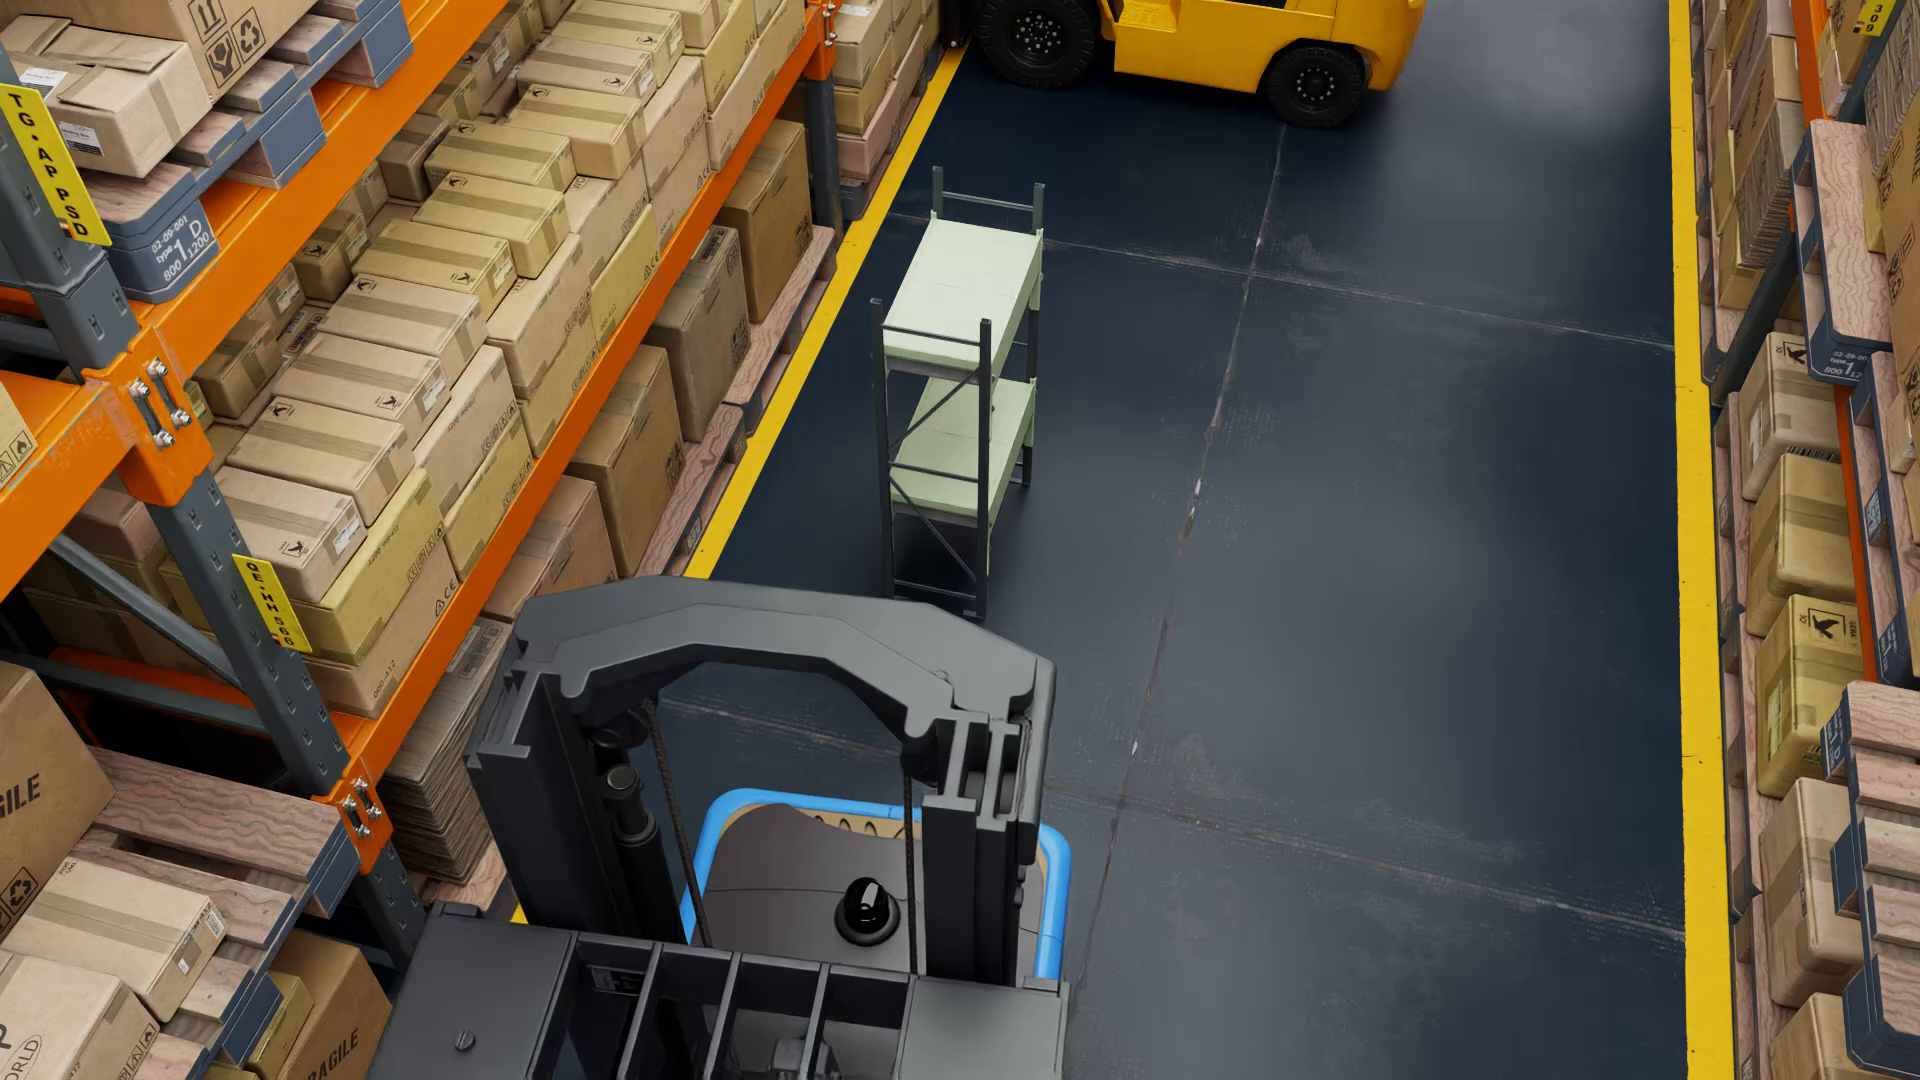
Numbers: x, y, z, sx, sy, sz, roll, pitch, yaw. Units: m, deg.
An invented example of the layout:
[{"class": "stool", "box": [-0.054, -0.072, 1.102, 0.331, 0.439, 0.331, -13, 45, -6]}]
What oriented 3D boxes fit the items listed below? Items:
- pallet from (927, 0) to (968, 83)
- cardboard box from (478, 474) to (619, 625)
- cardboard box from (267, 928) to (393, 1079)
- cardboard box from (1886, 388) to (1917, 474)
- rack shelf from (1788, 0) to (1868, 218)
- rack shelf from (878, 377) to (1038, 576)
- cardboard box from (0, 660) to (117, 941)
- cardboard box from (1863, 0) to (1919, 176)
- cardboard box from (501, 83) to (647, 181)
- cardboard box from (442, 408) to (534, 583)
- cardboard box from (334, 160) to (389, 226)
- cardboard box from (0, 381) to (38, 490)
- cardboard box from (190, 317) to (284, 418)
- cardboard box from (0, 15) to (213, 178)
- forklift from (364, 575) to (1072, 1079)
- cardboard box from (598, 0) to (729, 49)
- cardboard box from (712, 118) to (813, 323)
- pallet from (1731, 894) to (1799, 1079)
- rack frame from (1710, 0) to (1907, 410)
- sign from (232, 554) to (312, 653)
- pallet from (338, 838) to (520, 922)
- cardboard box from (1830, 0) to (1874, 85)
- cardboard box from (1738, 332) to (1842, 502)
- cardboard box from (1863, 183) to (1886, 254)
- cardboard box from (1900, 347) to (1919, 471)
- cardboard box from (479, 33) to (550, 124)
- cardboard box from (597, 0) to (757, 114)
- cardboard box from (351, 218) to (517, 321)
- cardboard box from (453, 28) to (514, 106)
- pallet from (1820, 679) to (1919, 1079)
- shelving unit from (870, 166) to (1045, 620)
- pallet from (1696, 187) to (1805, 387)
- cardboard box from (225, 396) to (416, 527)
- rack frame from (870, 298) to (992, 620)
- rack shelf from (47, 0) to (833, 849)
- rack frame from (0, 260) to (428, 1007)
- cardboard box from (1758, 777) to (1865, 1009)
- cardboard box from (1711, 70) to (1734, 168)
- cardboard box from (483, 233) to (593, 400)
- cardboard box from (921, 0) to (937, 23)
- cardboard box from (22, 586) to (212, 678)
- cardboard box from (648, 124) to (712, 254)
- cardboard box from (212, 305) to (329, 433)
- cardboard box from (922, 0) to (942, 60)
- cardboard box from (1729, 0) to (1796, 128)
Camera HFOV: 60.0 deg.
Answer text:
[{"class": "pallet", "box": [-0.484, -3.018, 9.191, 1.003, 0.211, 1.213, 12, 50, 10]}, {"class": "cardboard box", "box": [-1.764, 0.129, 5.858, 0.875, 0.625, 0.625, 13, 50, 11]}, {"class": "cardboard box", "box": [-2.009, 1.442, 4.783, 0.500, 0.500, 0.500, 13, 50, 11]}, {"class": "cardboard box", "box": [2.917, -0.292, 4.814, 0.380, 0.149, 0.250, 13, 50, 11]}, {"class": "rack shelf", "box": [4.263, -2.720, 7.548, 1.077, 0.370, 4.000, 12, 50, 10]}, {"class": "rack shelf", "box": [0.002, -0.285, 6.355, 0.431, 0.370, 0.720, 12, 50, 10]}, {"class": "cardboard box", "box": [-2.392, 0.575, 3.814, 0.500, 0.500, 0.500, 14, 50, 12]}, {"class": "cardboard box", "box": [3.337, -1.499, 5.446, 0.500, 0.500, 0.500, 13, 50, 11]}, {"class": "cardboard box", "box": [-1.231, -1.308, 5.323, 0.380, 0.149, 0.250, 10, 49, 9]}, {"class": "cardboard box", "box": [-1.616, -0.181, 4.928, 0.500, 0.250, 0.500, 11, 49, 9]}, {"class": "cardboard box", "box": [-2.001, -1.066, 5.110, 0.380, 0.149, 0.250, 11, 49, 9]}, {"class": "cardboard box", "box": [-2.006, -0.119, 2.872, 0.500, 0.250, 0.500, 10, 49, 9]}, {"class": "cardboard box", "box": [-2.127, -0.504, 4.614, 0.380, 0.149, 0.250, 12, 50, 10]}, {"class": "cardboard box", "box": [-1.721, -0.874, 3.248, 0.380, 0.166, 0.250, 11, 50, 10]}, {"class": "forklift", "box": [-0.396, 1.571, 3.327, 1.130, 2.935, 3.031, 6, 49, 5]}, {"class": "cardboard box", "box": [-1.035, -1.872, 5.821, 0.380, 0.149, 0.250, 10, 49, 9]}, {"class": "cardboard box", "box": [-1.179, -1.462, 7.262, 0.875, 0.625, 0.625, 14, 50, 12]}, {"class": "pallet", "box": [2.891, 1.740, 4.993, 1.003, 0.211, 1.213, 12, 50, 10]}, {"class": "rack frame", "box": [3.737, -1.511, 6.002, 1.000, 3.000, 0.127, 12, 50, 10]}, {"class": "sign", "box": [-1.579, 0.149, 3.818, 0.100, 0.325, 0.005, 12, 50, 10]}, {"class": "pallet", "box": [-1.851, 0.740, 5.875, 1.003, 0.211, 1.213, 12, 50, 10]}, {"class": "cardboard box", "box": [3.614, -2.013, 6.180, 0.500, 0.500, 0.500, 10, 49, 9]}, {"class": "cardboard box", "box": [3.601, -0.401, 6.494, 0.950, 0.372, 0.625, 12, 50, 11]}, {"class": "cardboard box", "box": [3.213, -1.051, 5.483, 0.380, 0.149, 0.250, 12, 50, 11]}, {"class": "cardboard box", "box": [2.938, -0.408, 4.483, 0.500, 0.500, 0.500, 10, 49, 8]}, {"class": "cardboard box", "box": [-1.721, -1.557, 5.809, 0.500, 0.250, 0.500, 10, 49, 9]}, {"class": "cardboard box", "box": [-1.064, -1.825, 6.045, 0.500, 0.250, 0.500, 10, 49, 9]}, {"class": "cardboard box", "box": [-1.532, -0.778, 4.856, 0.380, 0.149, 0.250, 12, 50, 10]}, {"class": "cardboard box", "box": [-1.739, -1.612, 5.592, 0.380, 0.149, 0.250, 11, 50, 10]}, {"class": "pallet", "box": [2.769, 0.909, 3.994, 1.213, 0.211, 1.003, 12, 50, 10]}, {"class": "shelving unit", "box": [0.002, -0.501, 6.111, 0.431, 1.500, 0.755, 12, 50, 10]}, {"class": "pallet", "box": [3.880, -1.081, 7.482, 1.003, 0.211, 1.213, 12, 50, 10]}, {"class": "cardboard box", "box": [-1.668, -0.208, 4.353, 0.380, 0.149, 0.250, 13, 50, 11]}, {"class": "rack frame", "box": [-0.095, -0.236, 5.877, 0.400, 1.500, 0.023, 12, 50, 10]}, {"class": "rack shelf", "box": [-1.579, -0.803, 5.857, 1.077, 0.370, 4.000, 12, 50, 10]}, {"class": "rack frame", "box": [-2.105, 0.405, 4.311, 1.000, 3.000, 0.127, 12, 50, 10]}, {"class": "cardboard box", "box": [3.029, 1.171, 5.108, 0.950, 0.372, 0.625, 11, 49, 9]}, {"class": "cardboard box", "box": [3.902, -1.975, 7.965, 0.500, 0.250, 0.500, 12, 50, 11]}, {"class": "cardboard box", "box": [-1.465, -0.720, 5.070, 0.500, 0.250, 0.500, 10, 49, 9]}, {"class": "cardboard box", "box": [-0.353, -2.898, 8.446, 0.500, 0.250, 0.500, 11, 50, 10]}, {"class": "cardboard box", "box": [-2.234, 0.079, 4.698, 0.500, 0.250, 0.500, 11, 49, 9]}, {"class": "cardboard box", "box": [-1.220, -1.304, 5.919, 0.500, 0.250, 0.500, 12, 50, 10]}, {"class": "cardboard box", "box": [-2.122, -0.460, 4.841, 0.500, 0.250, 0.500, 12, 50, 10]}, {"class": "cardboard box", "box": [-0.367, -2.747, 8.646, 0.500, 0.250, 0.500, 12, 50, 11]}, {"class": "cardboard box", "box": [3.899, -2.207, 7.670, 0.500, 0.500, 0.500, 14, 50, 12]}]
